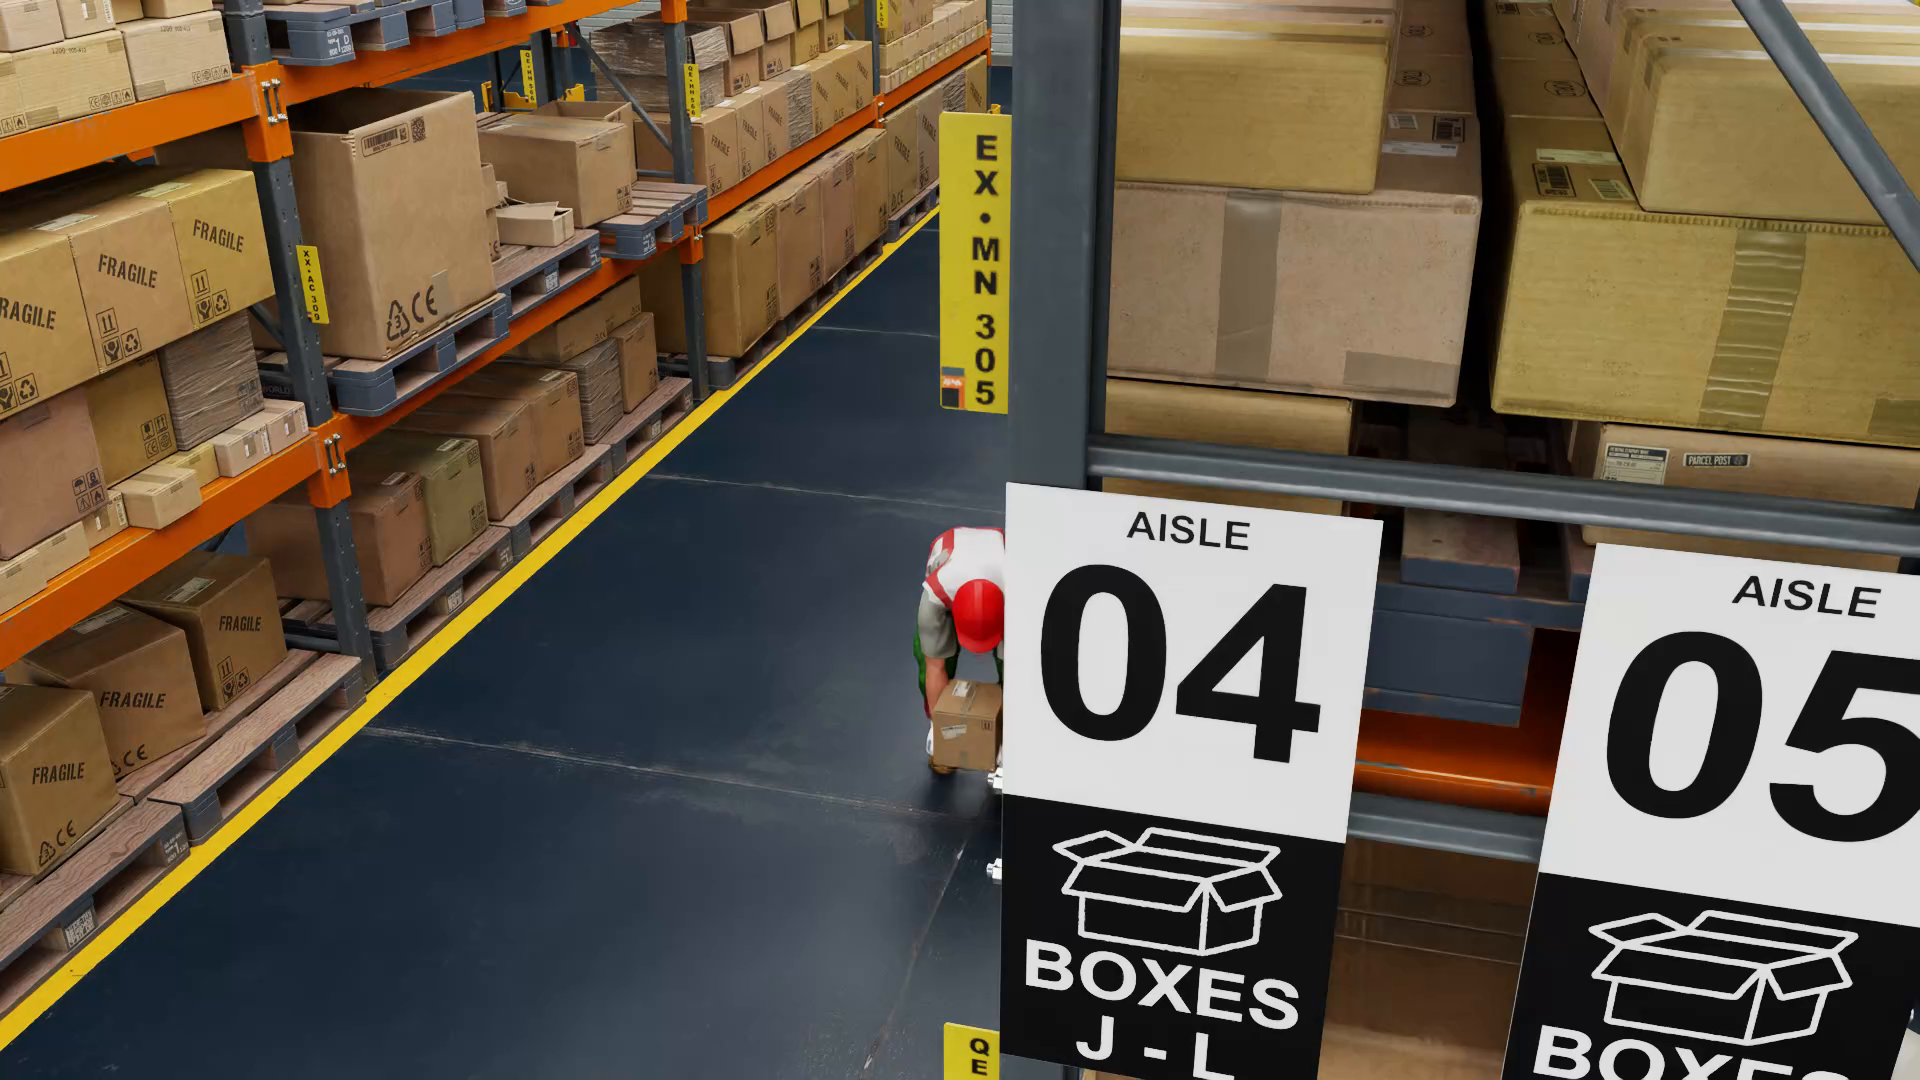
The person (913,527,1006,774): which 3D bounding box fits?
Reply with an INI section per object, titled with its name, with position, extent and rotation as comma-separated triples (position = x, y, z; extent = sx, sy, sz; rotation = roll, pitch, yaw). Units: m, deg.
[person]
position = 0.069, 0.514, 6.754
extent = 0.523, 1.132, 0.951
rotation = 0, 25, 0
